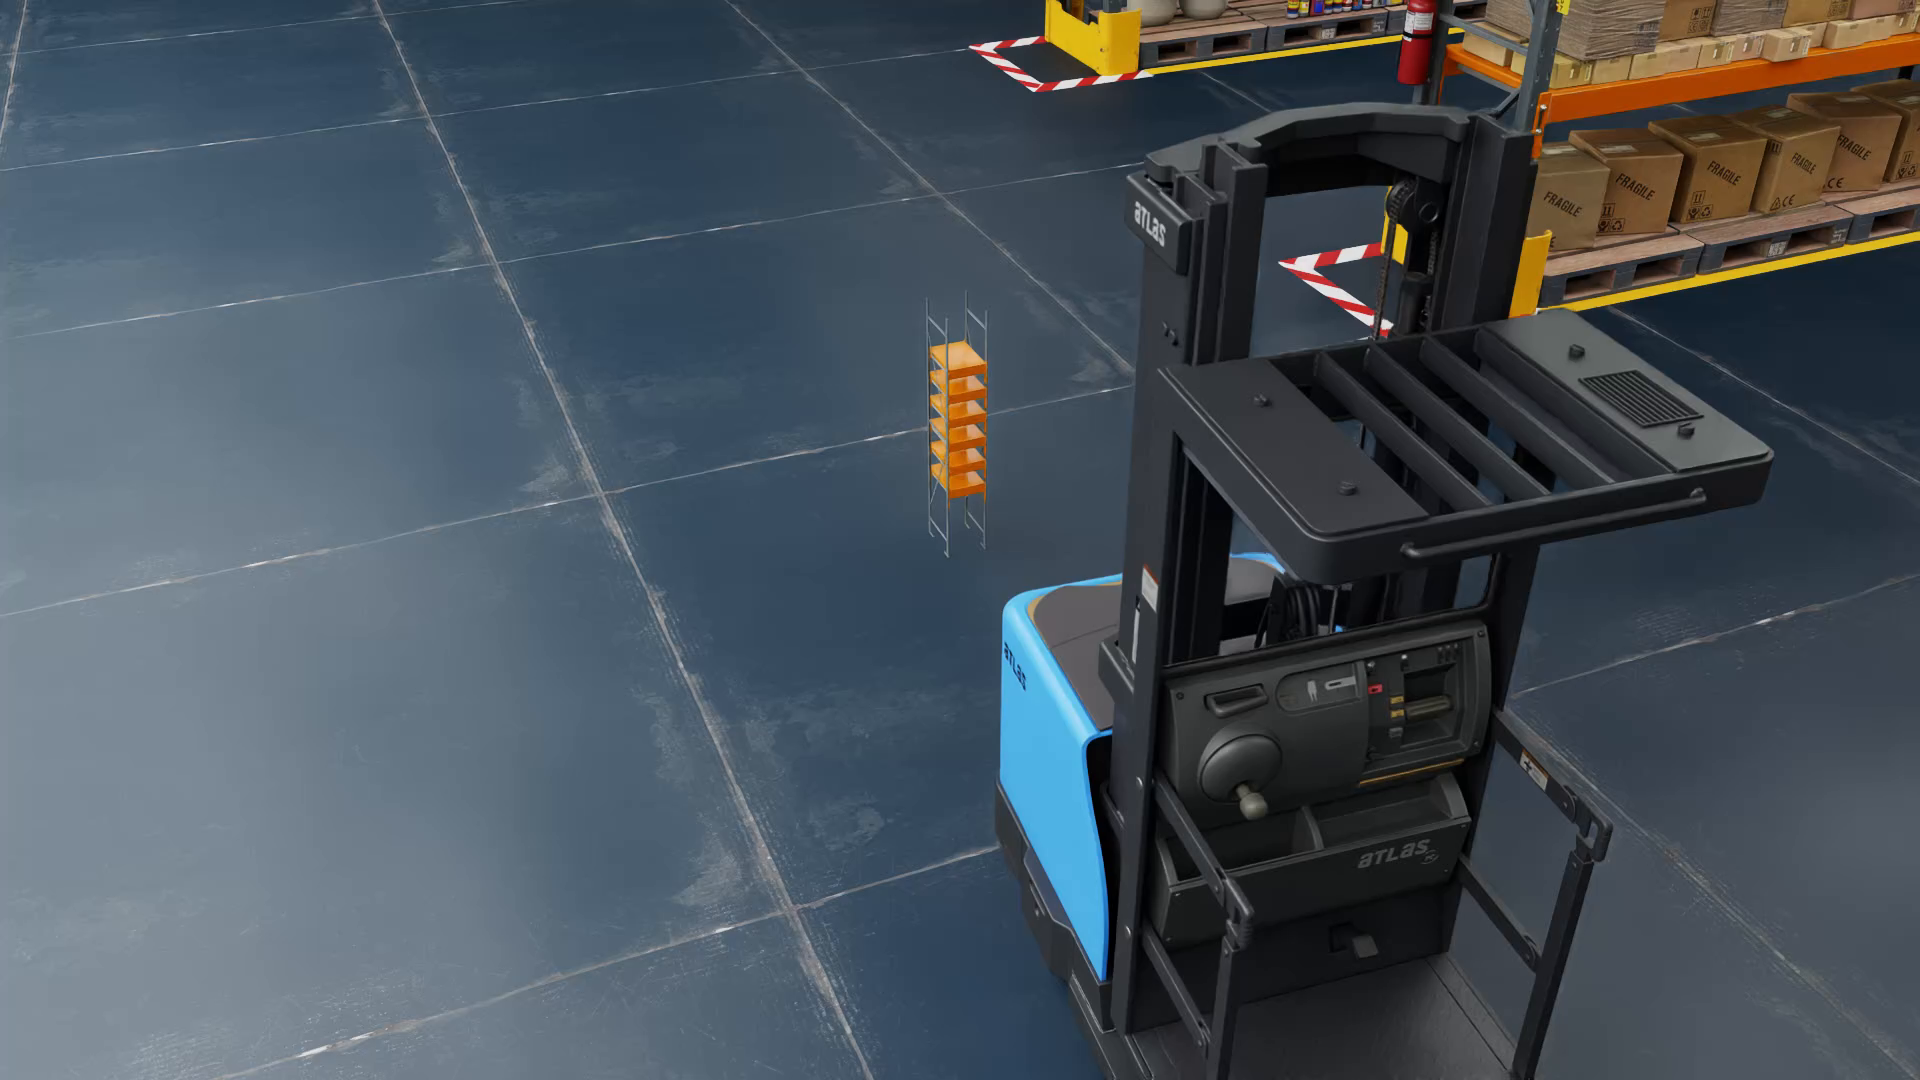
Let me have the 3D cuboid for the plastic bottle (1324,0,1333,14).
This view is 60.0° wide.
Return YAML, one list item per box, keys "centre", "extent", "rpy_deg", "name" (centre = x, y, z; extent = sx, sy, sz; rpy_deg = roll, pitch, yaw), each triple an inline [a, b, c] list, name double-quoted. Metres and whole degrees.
- centre: [3.157, -4.664, 14.266]
  extent: [0.097, 0.271, 0.097]
  rpy_deg: [0, 33, 0]
  name: "plastic bottle"

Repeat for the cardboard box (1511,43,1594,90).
- centre: [3.321, -2.669, 9.332]
  extent: [0.250, 0.149, 0.380]
  rpy_deg: [-13, 35, -19]
  name: "cardboard box"

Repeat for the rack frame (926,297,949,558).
- centre: [-0.098, -0.481, 7.388]
  extent: [0.006, 1.200, 0.240]
  rpy_deg: [-13, 35, -19]
  name: "rack frame"

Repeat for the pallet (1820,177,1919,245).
- centre: [6.049, -2.350, 11.168]
  extent: [1.213, 0.211, 1.003]
  rpy_deg: [-13, 35, -19]
  name: "pallet"

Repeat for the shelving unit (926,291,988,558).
- centre: [-0.013, -0.500, 7.418]
  extent: [0.189, 1.200, 0.258]
  rpy_deg: [-13, 35, -19]
  name: "shelving unit"

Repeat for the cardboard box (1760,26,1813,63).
- centre: [4.742, -2.937, 9.744]
  extent: [0.250, 0.149, 0.380]
  rpy_deg: [-13, 35, -19]
  name: "cardboard box"

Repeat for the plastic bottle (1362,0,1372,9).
- centre: [3.530, -4.720, 14.416]
  extent: [0.097, 0.201, 0.097]
  rpy_deg: [0, 33, 0]
  name: "plastic bottle"

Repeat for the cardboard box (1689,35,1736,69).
- centre: [4.251, -2.870, 9.640]
  extent: [0.250, 0.149, 0.380]
  rpy_deg: [-13, 35, -19]
  name: "cardboard box"

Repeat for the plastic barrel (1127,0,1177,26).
- centre: [1.626, -4.635, 14.019]
  extent: [0.421, 0.512, 0.421]
  rpy_deg: [0, 33, 0]
  name: "plastic barrel"

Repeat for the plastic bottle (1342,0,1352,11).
- centre: [3.340, -4.676, 14.349]
  extent: [0.097, 0.201, 0.097]
  rpy_deg: [0, 33, 0]
  name: "plastic bottle"

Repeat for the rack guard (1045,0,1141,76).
- centre: [1.100, -4.316, 13.926]
  extent: [0.348, 0.500, 1.175]
  rpy_deg: [-13, 35, -19]
  name: "rack guard"

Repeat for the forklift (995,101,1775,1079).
- centre: [1.057, 0.537, 4.237]
  extent: [1.130, 2.935, 3.031]
  rpy_deg: [-10, 34, -15]
  name: "forklift"

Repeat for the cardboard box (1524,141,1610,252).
- centre: [3.548, -2.086, 10.112]
  extent: [0.500, 0.500, 0.500]
  rpy_deg: [-7, 34, -10]
  name: "cardboard box"

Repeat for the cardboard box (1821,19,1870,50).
- centre: [5.181, -3.071, 9.949]
  extent: [0.250, 0.149, 0.380]
  rpy_deg: [-13, 35, -19]
  name: "cardboard box"

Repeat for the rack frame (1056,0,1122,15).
- centre: [1.049, -5.325, 13.183]
  extent: [0.127, 3.000, 1.000]
  rpy_deg: [-13, 35, -19]
  name: "rack frame"

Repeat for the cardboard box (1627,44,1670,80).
- centre: [3.795, -2.757, 9.468]
  extent: [0.250, 0.149, 0.380]
  rpy_deg: [-13, 35, -19]
  name: "cardboard box"

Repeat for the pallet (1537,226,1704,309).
- centre: [3.799, -1.835, 10.376]
  extent: [1.213, 0.211, 1.003]
  rpy_deg: [-13, 35, -19]
  name: "pallet"

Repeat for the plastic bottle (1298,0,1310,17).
- centre: [2.936, -4.584, 14.207]
  extent: [0.097, 0.201, 0.097]
  rpy_deg: [0, 33, 0]
  name: "plastic bottle"

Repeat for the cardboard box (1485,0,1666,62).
- centre: [3.484, -3.103, 9.404]
  extent: [0.500, 0.500, 0.875]
  rpy_deg: [-13, 35, -19]
  name: "cardboard box"

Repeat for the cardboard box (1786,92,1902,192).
- centre: [5.745, -2.618, 10.930]
  extent: [0.500, 0.500, 0.500]
  rpy_deg: [-2, 33, -4]
  name: "cardboard box"

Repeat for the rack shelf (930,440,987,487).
- centre: [-0.013, -0.362, 7.508]
  extent: [0.180, 0.103, 0.258]
  rpy_deg: [-13, 35, -19]
  name: "rack shelf"

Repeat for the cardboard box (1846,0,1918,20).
- centre: [5.319, -3.537, 10.071]
  extent: [0.500, 0.500, 0.875]
  rpy_deg: [-13, 35, -19]
  name: "cardboard box"

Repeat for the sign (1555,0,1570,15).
- centre: [3.176, -2.924, 8.700]
  extent: [0.005, 0.325, 0.100]
  rpy_deg: [-13, 35, -19]
  name: "sign"

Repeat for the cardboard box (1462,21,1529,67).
- centre: [3.149, -2.893, 9.676]
  extent: [0.250, 0.149, 0.380]
  rpy_deg: [-13, 35, -19]
  name: "cardboard box"

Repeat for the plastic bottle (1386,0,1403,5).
- centre: [3.780, -4.853, 14.484]
  extent: [0.185, 0.351, 0.144]
  rpy_deg: [-13, 35, -19]
  name: "plastic bottle"

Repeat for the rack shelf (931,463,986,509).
- centre: [-0.013, -0.261, 7.573]
  extent: [0.180, 0.103, 0.258]
  rpy_deg: [-13, 35, -19]
  name: "rack shelf"

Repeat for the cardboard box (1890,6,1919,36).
- centre: [5.613, -3.214, 10.170]
  extent: [0.250, 0.149, 0.380]
  rpy_deg: [-13, 35, -19]
  name: "cardboard box"

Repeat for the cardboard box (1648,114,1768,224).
- centre: [4.671, -2.352, 10.521]
  extent: [0.500, 0.500, 0.500]
  rpy_deg: [-10, 34, -14]
  name: "cardboard box"

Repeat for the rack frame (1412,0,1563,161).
- centre: [2.966, -2.834, 9.355]
  extent: [0.127, 3.000, 1.000]
  rpy_deg: [-13, 35, -19]
  name: "rack frame"

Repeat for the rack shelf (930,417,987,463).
- centre: [-0.013, -0.463, 7.442]
  extent: [0.180, 0.103, 0.258]
  rpy_deg: [-13, 35, -19]
  name: "rack shelf"

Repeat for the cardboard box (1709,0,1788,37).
- centre: [4.376, -3.353, 9.788]
  extent: [0.500, 0.500, 0.875]
  rpy_deg: [-13, 35, -19]
  name: "cardboard box"

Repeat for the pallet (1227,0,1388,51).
- centre: [2.975, -4.620, 14.656]
  extent: [1.213, 0.211, 1.003]
  rpy_deg: [-13, 35, -19]
  name: "pallet"
